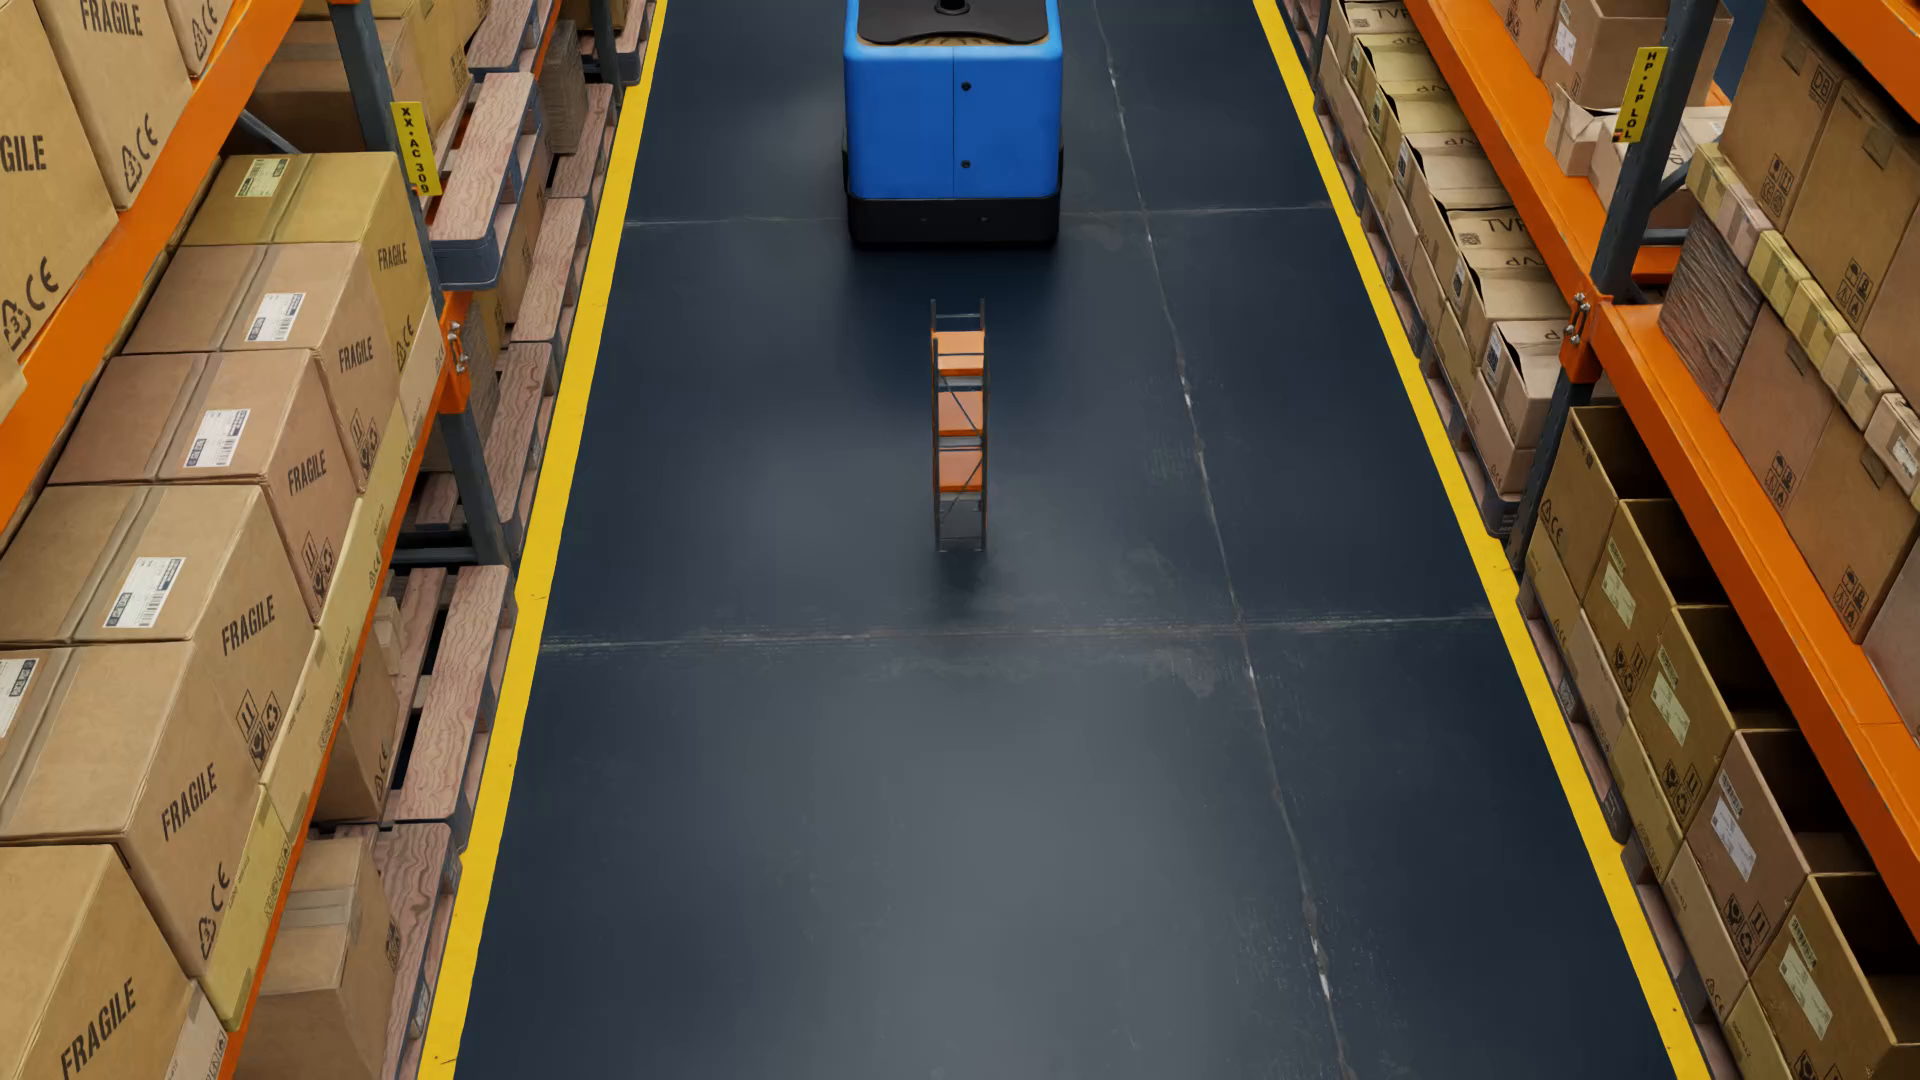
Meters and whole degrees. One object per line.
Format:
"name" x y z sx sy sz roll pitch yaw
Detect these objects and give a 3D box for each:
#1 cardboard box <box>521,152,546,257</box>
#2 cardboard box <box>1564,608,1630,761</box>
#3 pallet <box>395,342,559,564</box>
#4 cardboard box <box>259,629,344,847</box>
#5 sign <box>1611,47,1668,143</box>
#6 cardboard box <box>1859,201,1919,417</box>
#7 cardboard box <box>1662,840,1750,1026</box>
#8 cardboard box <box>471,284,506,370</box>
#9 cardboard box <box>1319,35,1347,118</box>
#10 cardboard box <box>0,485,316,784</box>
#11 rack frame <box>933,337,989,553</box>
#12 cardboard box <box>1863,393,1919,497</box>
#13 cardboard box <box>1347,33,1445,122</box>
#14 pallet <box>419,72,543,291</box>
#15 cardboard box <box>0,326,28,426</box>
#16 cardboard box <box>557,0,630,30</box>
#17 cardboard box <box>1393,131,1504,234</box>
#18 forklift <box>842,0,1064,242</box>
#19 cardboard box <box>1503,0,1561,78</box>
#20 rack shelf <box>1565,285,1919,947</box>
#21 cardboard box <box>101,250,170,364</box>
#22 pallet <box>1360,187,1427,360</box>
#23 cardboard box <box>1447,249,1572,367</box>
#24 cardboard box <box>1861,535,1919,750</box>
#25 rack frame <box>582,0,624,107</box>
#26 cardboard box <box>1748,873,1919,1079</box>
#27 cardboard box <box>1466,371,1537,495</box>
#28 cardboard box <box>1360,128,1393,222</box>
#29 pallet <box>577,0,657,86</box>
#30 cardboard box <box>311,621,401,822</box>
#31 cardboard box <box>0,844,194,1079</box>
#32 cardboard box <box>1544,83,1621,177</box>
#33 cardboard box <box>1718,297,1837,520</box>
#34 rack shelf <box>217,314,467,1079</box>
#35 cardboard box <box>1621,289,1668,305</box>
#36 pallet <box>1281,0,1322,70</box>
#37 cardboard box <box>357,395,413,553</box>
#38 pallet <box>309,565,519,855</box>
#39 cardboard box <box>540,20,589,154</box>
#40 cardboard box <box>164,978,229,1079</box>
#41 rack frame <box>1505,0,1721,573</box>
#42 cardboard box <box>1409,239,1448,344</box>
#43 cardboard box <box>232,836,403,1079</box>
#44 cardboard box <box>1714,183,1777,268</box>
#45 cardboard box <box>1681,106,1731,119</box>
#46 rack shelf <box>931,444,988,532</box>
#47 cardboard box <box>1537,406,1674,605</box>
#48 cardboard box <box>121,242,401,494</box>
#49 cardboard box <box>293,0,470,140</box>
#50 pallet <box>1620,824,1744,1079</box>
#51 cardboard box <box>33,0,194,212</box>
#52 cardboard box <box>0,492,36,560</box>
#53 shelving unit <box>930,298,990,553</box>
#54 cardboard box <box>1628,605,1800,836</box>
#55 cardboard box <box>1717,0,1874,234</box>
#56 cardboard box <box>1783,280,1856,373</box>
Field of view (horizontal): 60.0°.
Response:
"cardboard box" -2.385 -1.658 7.863 0.700 0.500 0.500 -2 43 -2
"cardboard box" 2.429 0.487 5.723 0.500 0.250 0.500 -2 43 -2
"pallet" -2.287 -0.384 7.013 1.003 0.211 1.213 -2 43 -2
"cardboard box" -1.858 0.487 4.095 0.500 0.250 0.500 -1 43 -1
"sign" 2.154 -1.407 5.267 0.100 0.325 0.005 -2 43 -2
"cardboard box" 2.765 -0.568 4.116 0.700 0.500 0.500 -2 43 -2
"cardboard box" 2.472 1.162 4.987 0.500 0.250 0.500 -2 43 -2
"cardboard box" -2.373 -0.971 7.114 0.700 0.500 0.500 -2 43 -3
"cardboard box" 2.255 -2.511 8.994 0.500 0.250 0.500 -2 43 -2
"cardboard box" -1.864 0.223 3.828 0.500 0.500 0.500 0 43 0
"rack frame" 0.003 -0.341 6.345 0.200 1.050 0.008 -2 43 -2
"cardboard box" 2.573 -0.251 4.250 0.380 0.149 0.250 -3 43 -3
"cardboard box" 2.286 -2.363 8.418 0.500 0.311 0.500 -3 43 -3
"pallet" -2.140 -1.336 6.130 1.003 0.211 1.213 -2 43 -2
"cardboard box" -1.861 -0.283 2.531 0.500 0.500 0.500 0 43 0
"cardboard box" -2.323 -3.450 9.574 0.750 0.750 0.750 -2 43 -2
"cardboard box" 2.328 -1.672 7.663 0.500 0.311 0.500 -2 43 -2
"forklift" -0.050 -3.533 8.436 1.130 2.935 3.031 -1 43 -1
"cardboard box" 2.636 -2.281 6.945 0.500 0.500 0.500 -2 43 -2
"rack shelf" 2.781 0.584 4.426 1.077 0.370 4.000 -2 43 -2
"cardboard box" -2.423 -0.443 4.554 0.500 0.500 0.500 -2 43 -2
"pallet" 2.571 -1.326 8.040 1.003 0.211 1.213 -2 43 -2
"cardboard box" 2.364 -0.996 6.925 0.500 0.311 0.500 -1 43 -1
"cardboard box" 2.790 0.271 4.160 0.700 0.500 0.500 0 43 -1
"rack frame" -2.423 -3.587 8.444 1.000 3.000 0.127 -2 43 -2
"cardboard box" 2.489 1.223 4.365 0.500 0.500 0.500 -2 43 -2
"cardboard box" 2.389 -0.444 6.739 0.500 0.250 0.500 -2 43 -2
"cardboard box" 2.305 -1.821 8.241 0.500 0.250 0.500 -3 43 -3
"pallet" -2.381 -3.094 9.969 1.003 0.211 1.213 -2 43 -2
"cardboard box" -2.169 0.572 5.430 0.500 0.500 0.500 -5 43 -5
"cardboard box" -1.814 0.920 3.067 0.500 0.500 0.500 -2 43 -2
"cardboard box" 2.475 -1.570 6.343 0.396 0.266 0.258 -3 43 -3
"cardboard box" 2.750 -0.413 4.907 0.700 0.500 0.500 -2 43 -2
"rack shelf" -2.168 0.729 4.268 1.077 0.370 4.000 -2 43 -2
"cardboard box" 2.911 -1.004 6.934 0.500 0.311 0.500 -2 43 -2
"pallet" 2.532 -3.209 10.095 1.003 0.211 1.213 -2 43 -2
"cardboard box" -1.917 -0.191 4.835 0.500 0.250 0.500 -1 43 -2
"pallet" -2.189 0.593 5.946 1.003 0.211 1.213 -2 43 -2
"cardboard box" -2.340 -2.343 8.611 0.700 0.500 0.500 -1 43 -1
"cardboard box" -1.823 1.173 3.347 0.500 0.250 0.500 -3 43 -3
"rack frame" 2.696 -1.032 5.655 1.000 3.000 0.127 -2 43 -2
"cardboard box" 2.347 -1.131 7.488 0.500 0.250 0.500 -1 43 -1
"cardboard box" -2.028 1.222 4.722 0.700 0.500 0.500 -4 43 -4
"cardboard box" 2.525 -0.951 5.014 0.380 0.149 0.250 -1 43 -1
"cardboard box" 2.863 -1.543 6.399 0.380 0.149 0.250 -2 43 -2
"rack shelf" -0.002 -0.210 6.630 0.215 0.259 0.240 -2 43 -2
"cardboard box" 2.403 -0.127 5.838 0.500 0.500 0.500 -2 43 -2
"cardboard box" -1.897 -0.468 4.582 0.500 0.500 0.500 -2 43 -2
"cardboard box" -2.257 -1.808 6.103 0.700 0.500 0.500 2 43 3
"pallet" 2.743 1.360 5.110 1.003 0.211 1.213 -2 43 -2
"cardboard box" -1.914 -0.988 3.300 0.500 0.500 0.500 -3 43 -3
"cardboard box" -2.375 0.244 3.805 0.500 0.500 0.500 -1 43 -1
"shelving unit" -0.002 -0.423 6.435 0.215 1.050 0.252 -2 43 -2
"cardboard box" 2.446 0.548 5.101 0.500 0.500 0.500 -2 43 -2
"cardboard box" 2.721 -1.247 4.857 0.700 0.500 0.500 -1 43 -2
"cardboard box" 2.550 -0.600 4.631 0.380 0.149 0.250 -2 43 -2
